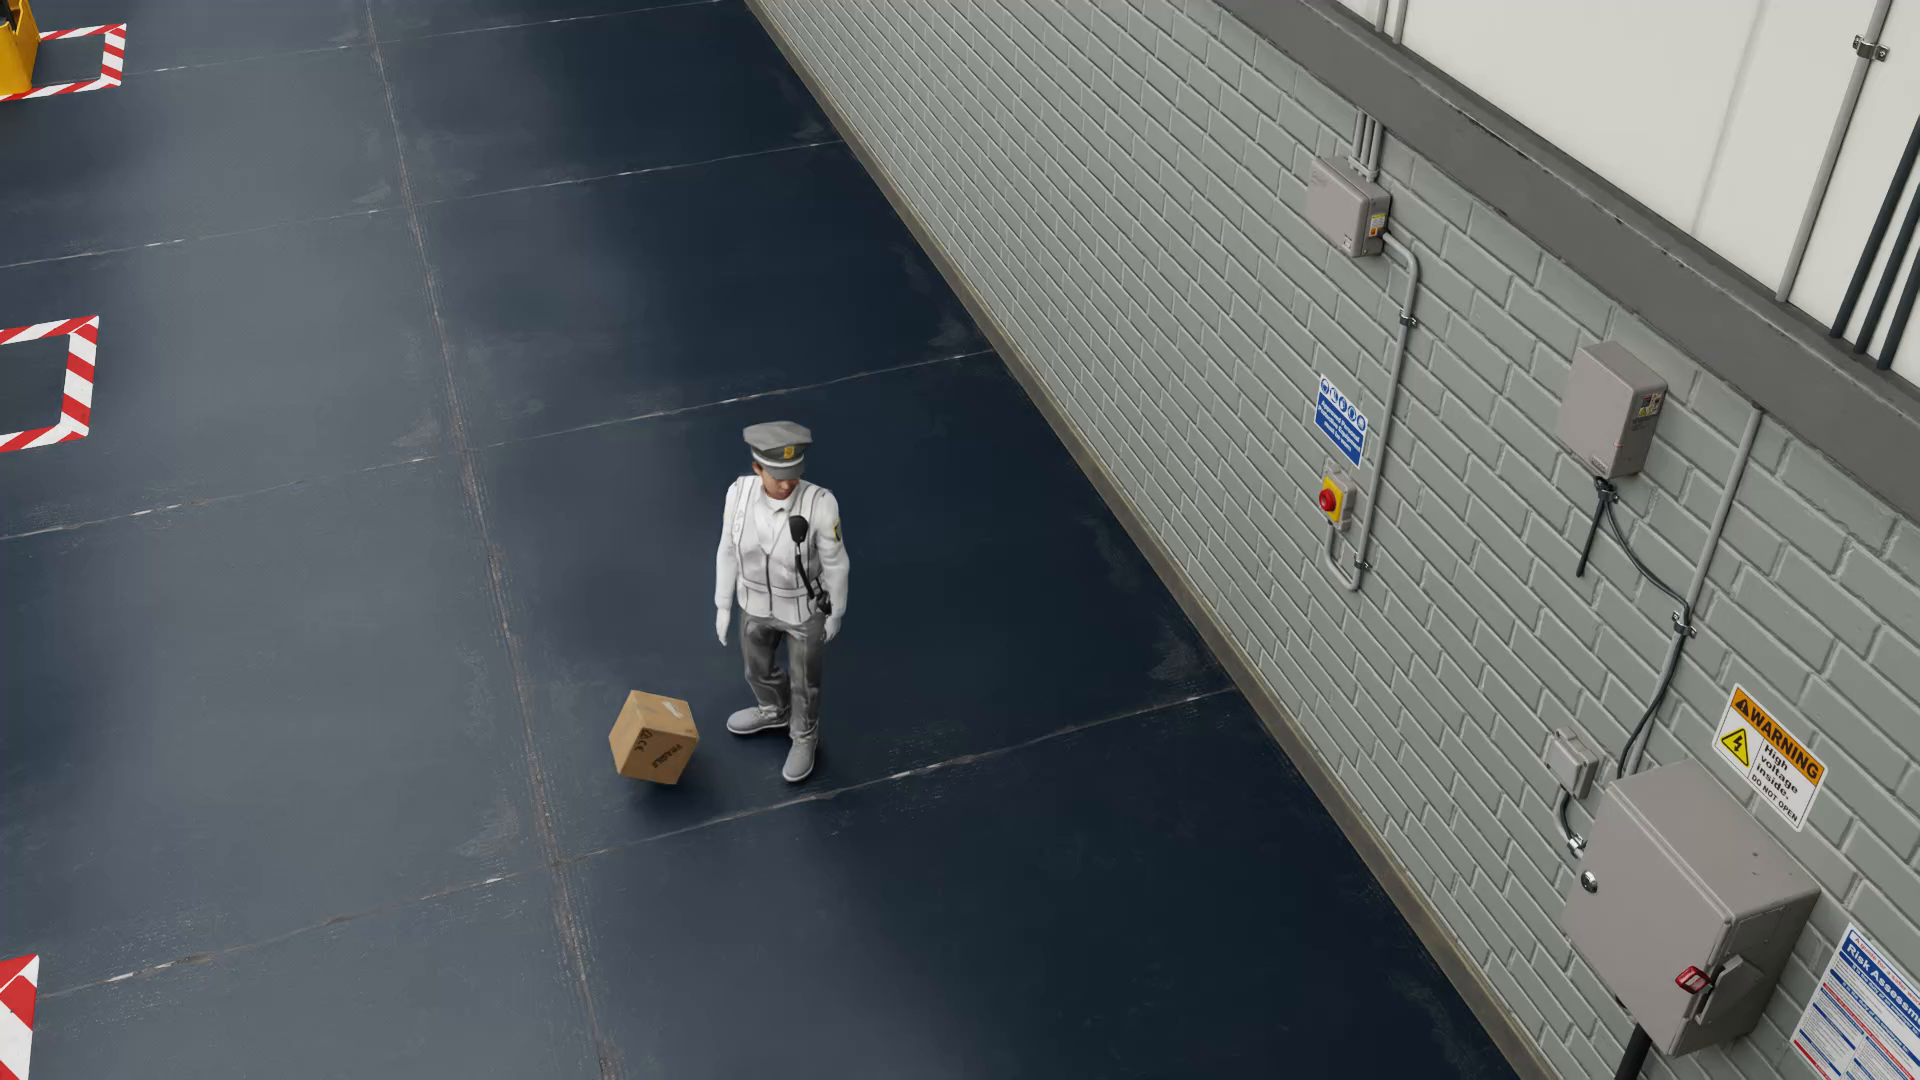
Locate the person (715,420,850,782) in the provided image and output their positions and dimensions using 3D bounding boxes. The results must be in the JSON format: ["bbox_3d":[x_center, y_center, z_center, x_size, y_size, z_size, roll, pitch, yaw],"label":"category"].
[{"bbox_3d":[-0.720,0.241,6.447,0.621,1.673,0.400,11,39,14],"label":"person"}]
